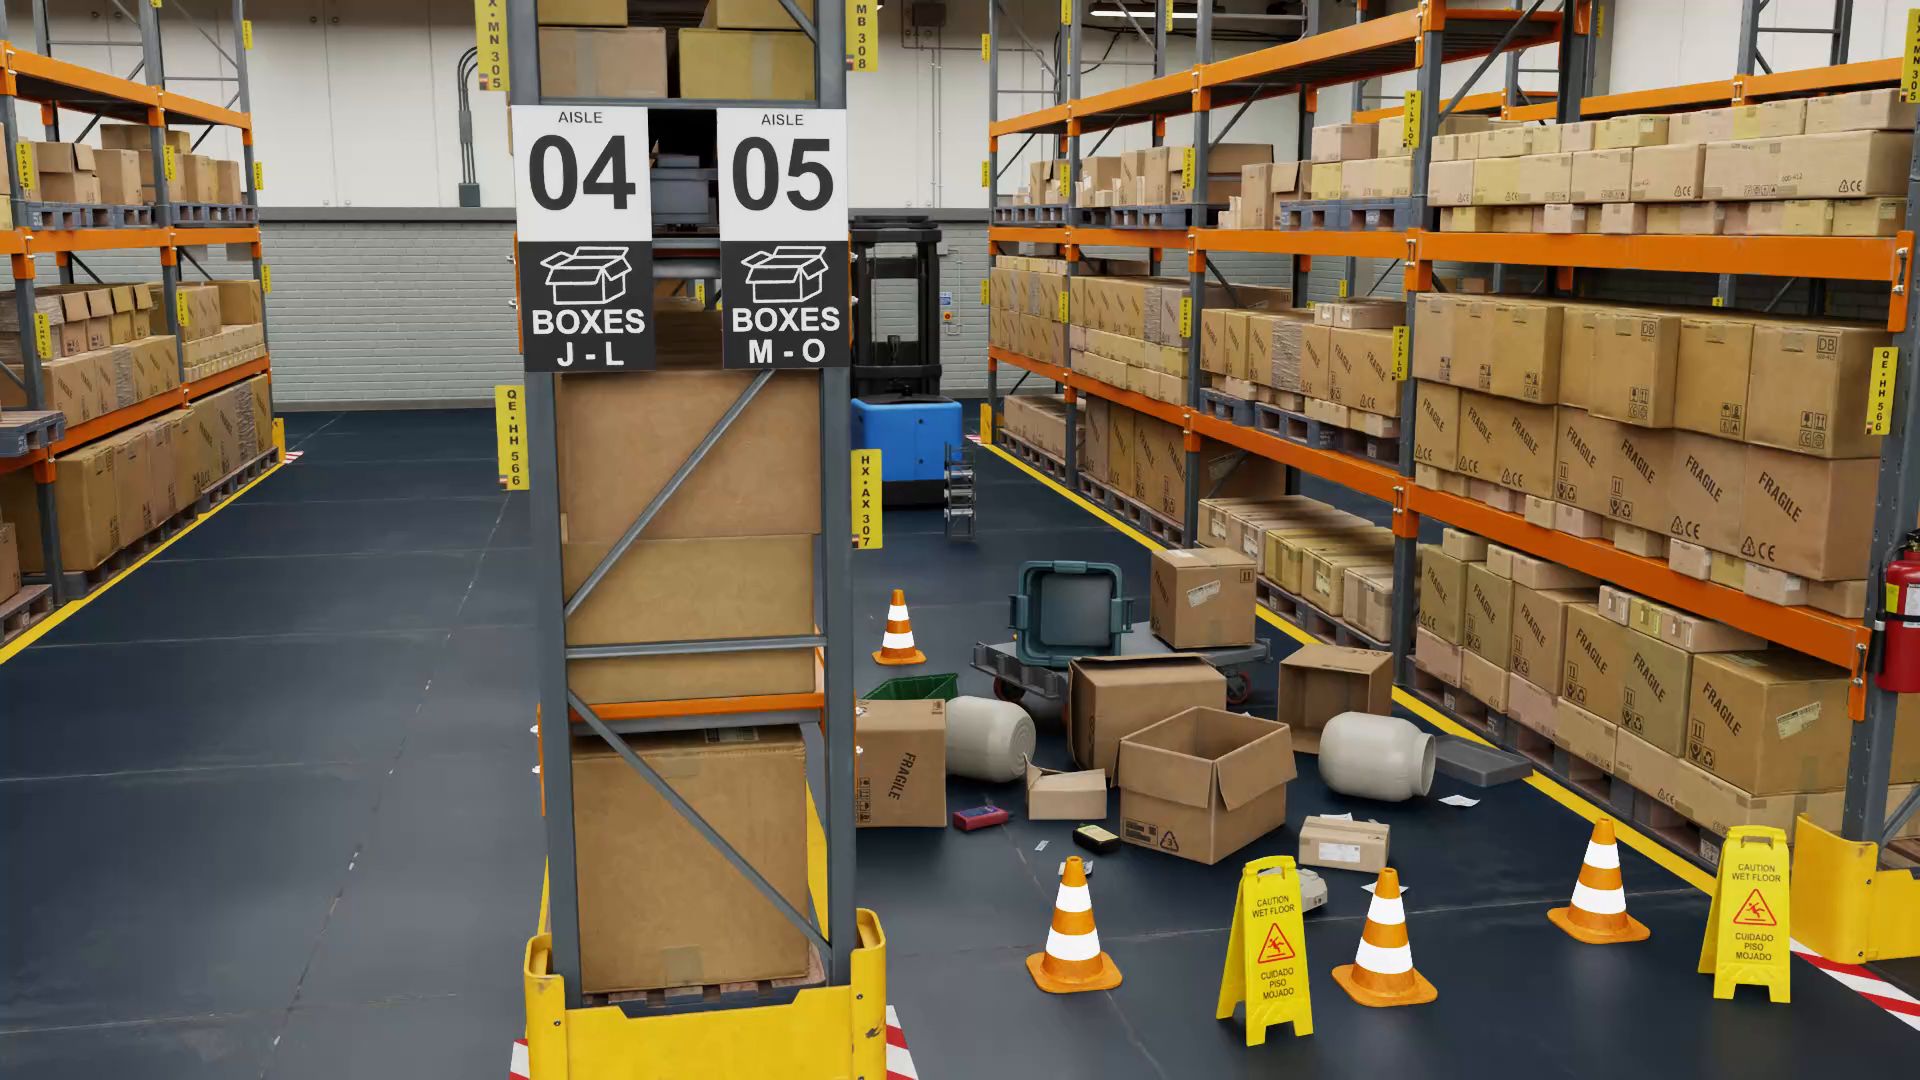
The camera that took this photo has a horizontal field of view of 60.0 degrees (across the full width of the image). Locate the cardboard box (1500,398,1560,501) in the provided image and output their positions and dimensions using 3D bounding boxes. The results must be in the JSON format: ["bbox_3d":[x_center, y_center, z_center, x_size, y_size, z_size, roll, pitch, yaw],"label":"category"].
[{"bbox_3d":[3.226,-0.502,8.801,0.500,0.500,0.500,-2,11,-11],"label":"cardboard box"}]

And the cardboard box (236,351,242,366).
[{"bbox_3d":[-8.203,-2.010,18.461,0.380,0.149,0.250,-2,11,-11],"label":"cardboard box"}]

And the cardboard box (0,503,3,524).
[{"bbox_3d":[-7.130,-0.189,11.725,0.500,0.250,0.500,-2,11,-9],"label":"cardboard box"}]

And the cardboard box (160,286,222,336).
[{"bbox_3d":[-8.104,-2.412,17.500,0.500,0.500,0.500,-2,11,-13],"label":"cardboard box"}]

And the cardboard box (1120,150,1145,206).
[{"bbox_3d":[1.803,-3.357,15.450,0.500,0.500,0.500,-2,11,-10],"label":"cardboard box"}]

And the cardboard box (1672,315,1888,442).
[{"bbox_3d":[3.582,-0.713,7.236,0.700,0.500,0.500,-2,11,-10],"label":"cardboard box"}]

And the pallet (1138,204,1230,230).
[{"bbox_3d":[2.253,-2.812,14.483,1.213,0.211,1.003,-2,11,-8],"label":"pallet"}]

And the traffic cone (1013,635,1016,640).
[{"bbox_3d":[0.557,0.472,11.534,0.336,0.463,0.334,-2,11,-11],"label":"traffic cone"}]

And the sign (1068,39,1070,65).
[{"bbox_3d":[1.410,-6.244,21.279,0.100,0.325,0.005,-2,11,-11],"label":"sign"}]

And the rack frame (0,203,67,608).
[{"bbox_3d":[-7.290,-0.954,12.242,1.000,3.000,0.127,-2,11,-11],"label":"rack frame"}]

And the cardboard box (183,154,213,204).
[{"bbox_3d":[-8.342,-3.807,17.551,0.700,0.500,0.500,-2,11,-9],"label":"cardboard box"}]

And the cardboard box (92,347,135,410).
[{"bbox_3d":[-7.419,-1.383,14.225,0.500,0.500,0.500,-2,11,-11],"label":"cardboard box"}]

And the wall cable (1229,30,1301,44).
[{"bbox_3d":[5.901,-9.724,27.399,2.988,3.039,0.133,-2,11,-11],"label":"wall cable"}]

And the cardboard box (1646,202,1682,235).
[{"bbox_3d":[3.421,-1.489,7.700,0.380,0.149,0.250,-2,11,-13],"label":"cardboard box"}]

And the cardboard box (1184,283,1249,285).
[{"bbox_3d":[2.383,-2.141,15.533,0.500,0.500,0.500,-2,11,-9],"label":"cardboard box"}]

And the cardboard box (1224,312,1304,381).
[{"bbox_3d":[2.399,-1.530,13.081,0.500,0.500,0.500,-2,11,-8],"label":"cardboard box"}]

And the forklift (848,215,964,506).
[{"bbox_3d":[-0.815,-2.008,17.963,1.130,2.935,3.031,-3,11,-14],"label":"forklift"}]

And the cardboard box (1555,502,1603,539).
[{"bbox_3d":[3.271,-0.108,8.468,0.380,0.149,0.250,-2,11,-11],"label":"cardboard box"}]

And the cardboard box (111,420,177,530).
[{"bbox_3d":[-7.749,-0.570,14.782,1.225,0.875,0.875,-3,11,-13],"label":"cardboard box"}]

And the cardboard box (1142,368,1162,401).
[{"bbox_3d":[1.963,-1.418,15.077,0.500,0.250,0.500,-2,11,-10],"label":"cardboard box"}]

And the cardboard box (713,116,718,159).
[{"bbox_3d":[-0.652,-1.376,5.715,0.380,0.149,0.250,-2,11,-10],"label":"cardboard box"}]

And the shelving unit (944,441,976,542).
[{"bbox_3d":[-0.002,-0.444,15.174,0.258,0.900,0.210,-2,11,-11],"label":"shelving unit"}]

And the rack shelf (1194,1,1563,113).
[{"bbox_3d":[2.820,-3.345,11.752,1.077,0.370,4.000,-2,11,-11],"label":"rack shelf"}]

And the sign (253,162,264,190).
[{"bbox_3d":[-8.311,-4.309,19.686,0.100,0.325,0.005,-2,11,-11],"label":"sign"}]

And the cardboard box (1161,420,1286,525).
[{"bbox_3d":[2.378,-0.607,14.977,0.875,0.875,0.875,-2,11,-12],"label":"cardboard box"}]

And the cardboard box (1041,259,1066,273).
[{"bbox_3d":[1.146,-3.141,19.055,0.380,0.149,0.250,-2,11,-11],"label":"cardboard box"}]

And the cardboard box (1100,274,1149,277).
[{"bbox_3d":[1.798,-2.685,18.393,0.500,0.500,0.500,-2,11,-11],"label":"cardboard box"}]

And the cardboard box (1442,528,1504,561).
[{"bbox_3d":[3.024,0.019,9.616,0.380,0.149,0.250,-2,11,-10],"label":"cardboard box"}]

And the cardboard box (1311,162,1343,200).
[{"bbox_3d":[2.761,-2.476,11.491,0.500,0.250,0.500,-2,11,-10],"label":"cardboard box"}]

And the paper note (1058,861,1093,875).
[{"bbox_3d":[0.519,1.469,7.457,0.144,0.017,0.142,2,11,9],"label":"paper note"}]

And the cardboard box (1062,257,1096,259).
[{"bbox_3d":[1.443,-3.350,20.155,0.380,0.149,0.250,-2,11,-10],"label":"cardboard box"}]

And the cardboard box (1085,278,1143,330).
[{"bbox_3d":[1.582,-2.405,16.924,0.500,0.500,0.500,-2,11,-11],"label":"cardboard box"}]

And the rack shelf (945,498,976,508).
[{"bbox_3d":[-0.002,-0.322,15.197,0.258,0.077,0.200,-2,11,-11],"label":"rack shelf"}]

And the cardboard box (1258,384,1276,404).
[{"bbox_3d":[2.498,-1.134,12.734,0.380,0.149,0.250,-1,11,-8],"label":"cardboard box"}]

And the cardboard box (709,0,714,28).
[{"bbox_3d":[-0.650,-1.765,5.628,0.380,0.149,0.250,-2,11,-11],"label":"cardboard box"}]

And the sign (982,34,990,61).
[{"bbox_3d":[0.329,-6.247,21.082,0.100,0.325,0.005,-2,11,-11],"label":"sign"}]

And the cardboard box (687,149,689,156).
[{"bbox_3d":[-1.142,-1.840,8.151,0.380,0.149,0.250,-2,11,-10],"label":"cardboard box"}]

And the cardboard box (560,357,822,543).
[{"bbox_3d":[-0.883,-0.323,5.634,0.875,0.550,0.550,-2,11,-11],"label":"cardboard box"}]

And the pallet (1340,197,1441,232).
[{"bbox_3d":[3.193,-2.080,10.634,1.213,0.211,1.003,-2,11,-11],"label":"pallet"}]

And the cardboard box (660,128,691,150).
[{"bbox_3d":[-1.182,-2.010,7.983,0.500,0.250,0.500,-2,11,-11],"label":"cardboard box"}]

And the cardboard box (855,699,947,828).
[{"bbox_3d":[-0.319,1.091,8.172,0.500,0.500,0.500,0,11,-1],"label":"cardboard box"}]

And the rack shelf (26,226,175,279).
[{"bbox_3d":[-7.679,-2.441,13.956,1.077,0.370,4.000,-2,11,-11],"label":"rack shelf"}]

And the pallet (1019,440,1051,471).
[{"bbox_3d":[1.341,-1.045,20.177,1.003,0.211,1.213,-2,11,-11],"label":"pallet"}]

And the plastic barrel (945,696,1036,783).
[{"bbox_3d":[0.098,1.035,8.679,0.512,0.421,0.421,6,12,28],"label":"plastic barrel"}]

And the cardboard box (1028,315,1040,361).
[{"bbox_3d":[1.094,-2.359,19.355,0.500,0.500,0.500,-2,11,-12],"label":"cardboard box"}]

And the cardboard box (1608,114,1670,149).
[{"bbox_3d":[3.300,-1.921,7.836,0.380,0.149,0.250,-2,11,-10],"label":"cardboard box"}]

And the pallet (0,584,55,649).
[{"bbox_3d":[-7.140,0.559,11.750,1.003,0.211,1.213,-2,11,-11],"label":"pallet"}]

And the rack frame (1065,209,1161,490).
[{"bbox_3d":[1.653,-2.048,17.990,1.000,3.000,0.127,-2,11,-11],"label":"rack frame"}]

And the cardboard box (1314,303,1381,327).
[{"bbox_3d":[2.674,-1.553,11.467,0.380,0.149,0.250,-3,11,-13],"label":"cardboard box"}]

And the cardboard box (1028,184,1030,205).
[{"bbox_3d":[1.117,-4.191,20.072,0.500,0.311,0.500,-2,11,-10],"label":"cardboard box"}]

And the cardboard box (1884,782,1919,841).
[{"bbox_3d":[4.101,1.139,7.475,0.500,0.250,0.500,-2,11,-11],"label":"cardboard box"}]

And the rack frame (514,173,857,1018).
[{"bbox_3d":[-0.849,0.351,5.384,1.000,3.000,0.127,-2,11,-11],"label":"rack frame"}]

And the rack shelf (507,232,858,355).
[{"bbox_3d":[-1.238,-1.136,7.098,1.077,0.370,4.000,-2,11,-11],"label":"rack shelf"}]

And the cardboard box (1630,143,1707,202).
[{"bbox_3d":[3.421,-1.665,7.558,0.500,0.250,0.500,-2,11,-9],"label":"cardboard box"}]

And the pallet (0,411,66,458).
[{"bbox_3d":[-7.047,-0.733,11.594,1.213,0.211,1.003,-2,11,-11],"label":"pallet"}]

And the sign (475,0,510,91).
[{"bbox_3d":[-1.384,-1.501,4.938,0.100,0.325,0.005,-2,11,-11],"label":"sign"}]

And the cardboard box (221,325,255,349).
[{"bbox_3d":[-8.394,-2.322,19.032,0.500,0.250,0.500,-2,11,-12],"label":"cardboard box"}]
